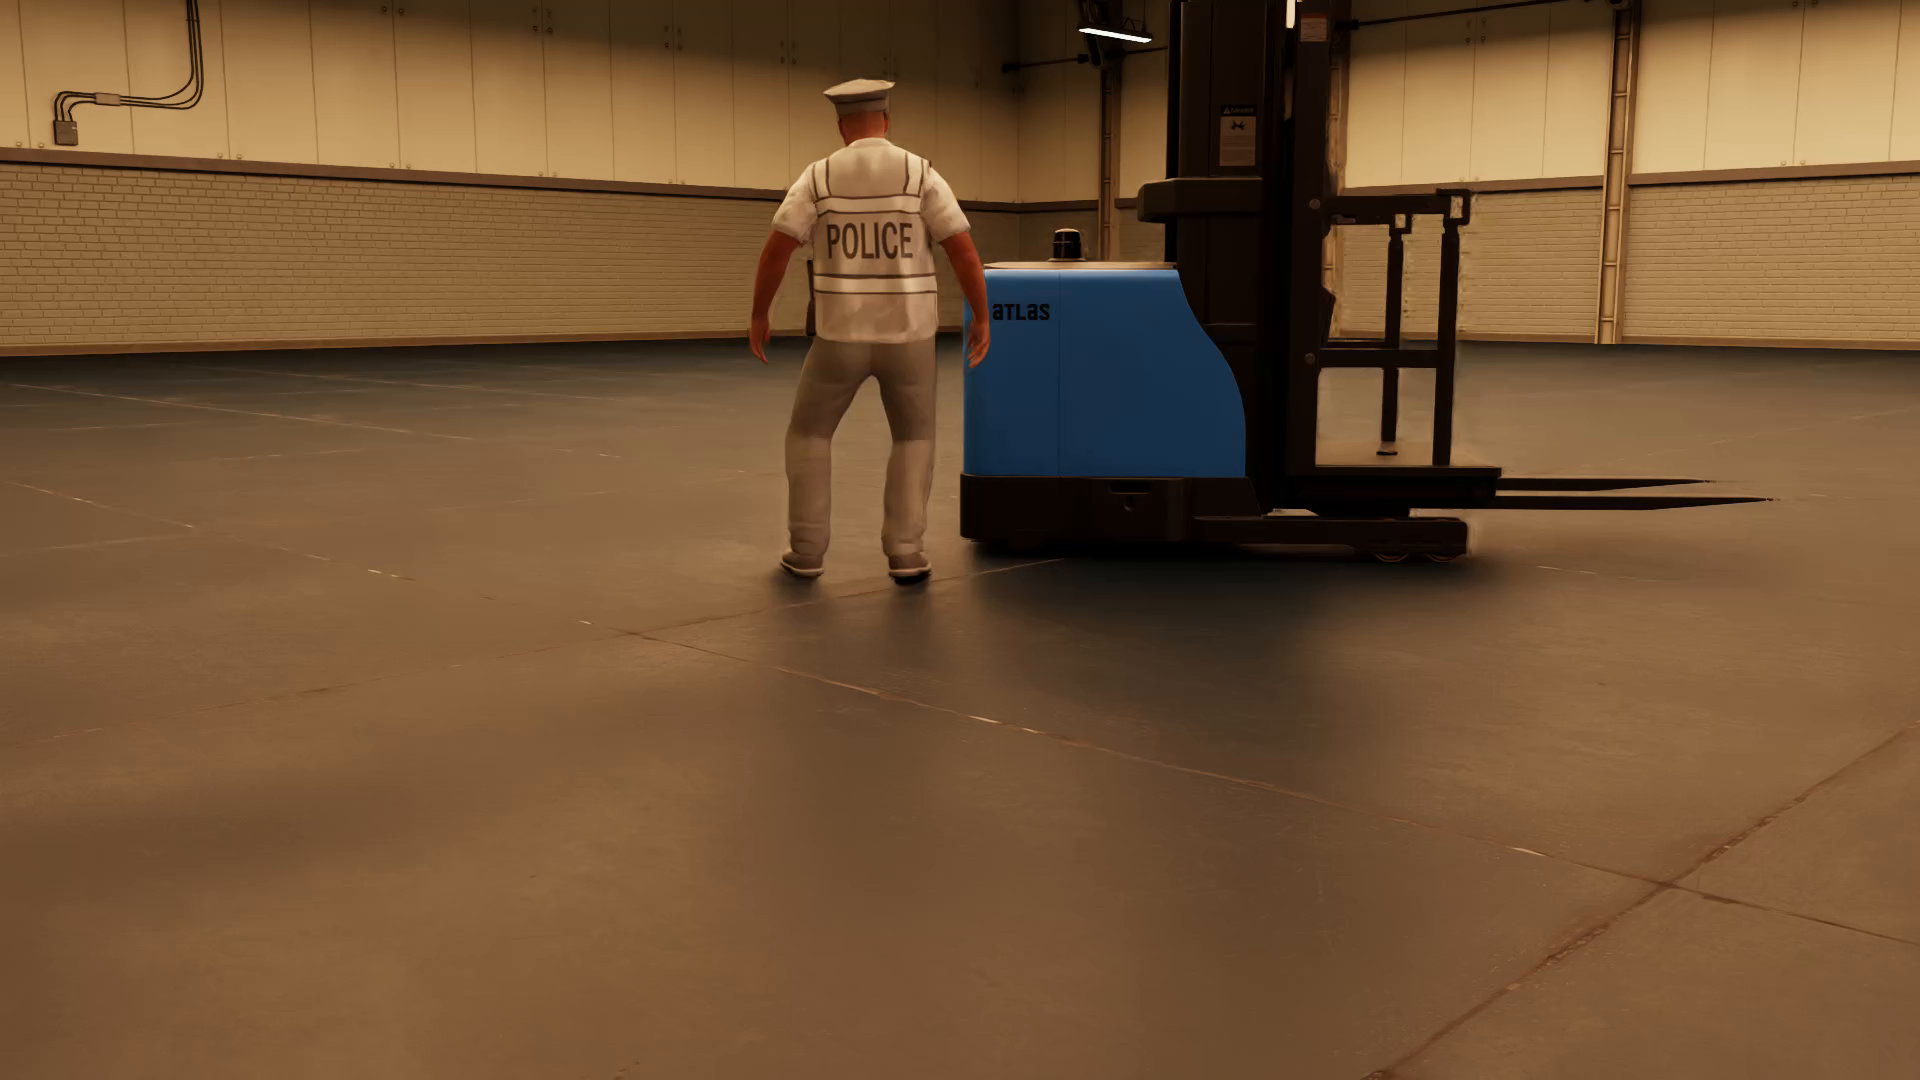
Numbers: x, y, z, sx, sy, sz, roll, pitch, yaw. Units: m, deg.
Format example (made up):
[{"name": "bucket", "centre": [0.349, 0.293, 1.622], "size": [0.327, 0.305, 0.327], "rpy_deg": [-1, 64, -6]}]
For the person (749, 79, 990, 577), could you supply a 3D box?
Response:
[{"name": "person", "centre": [-0.314, -0.729, 5.790], "size": [0.839, 1.715, 0.499], "rpy_deg": [0, 9, -2]}]

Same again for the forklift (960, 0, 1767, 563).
[{"name": "forklift", "centre": [1.538, -1.445, 6.470], "size": [3.031, 2.935, 1.130], "rpy_deg": [0, 9, 3]}]
